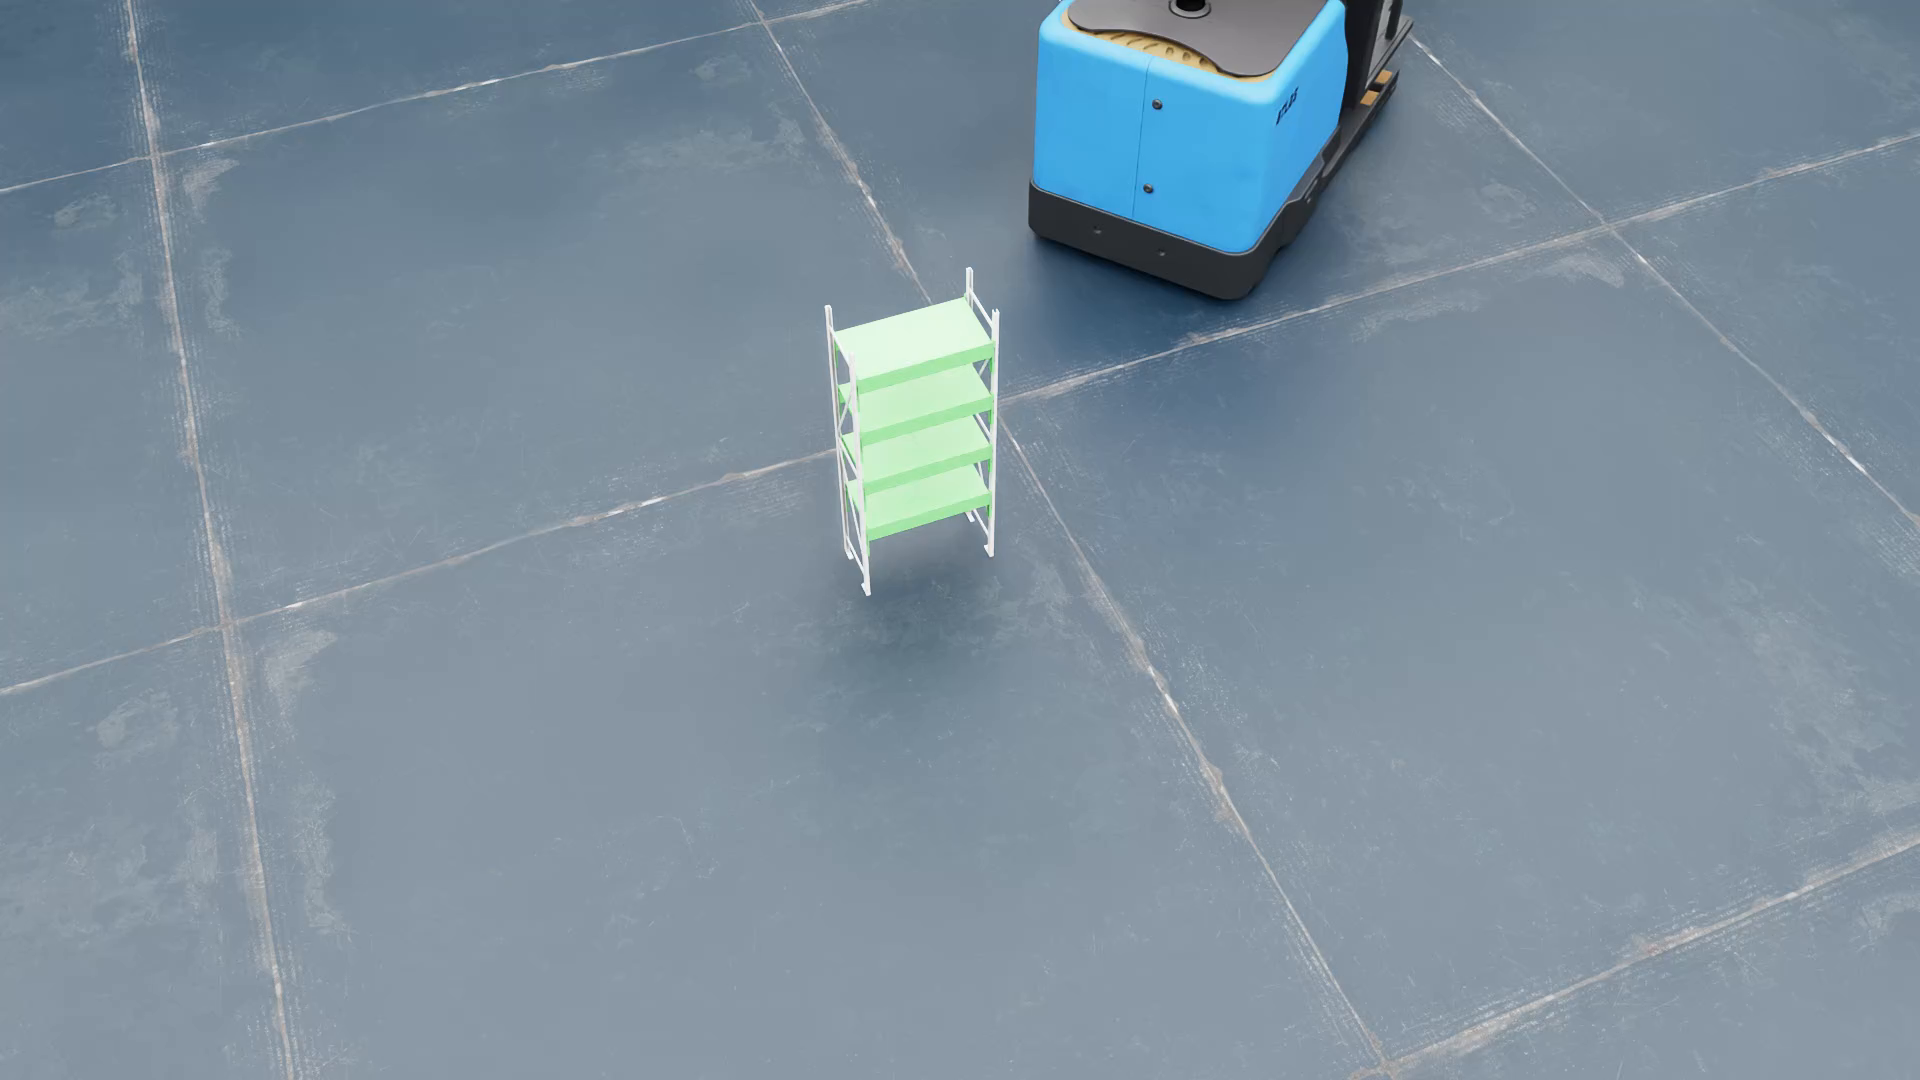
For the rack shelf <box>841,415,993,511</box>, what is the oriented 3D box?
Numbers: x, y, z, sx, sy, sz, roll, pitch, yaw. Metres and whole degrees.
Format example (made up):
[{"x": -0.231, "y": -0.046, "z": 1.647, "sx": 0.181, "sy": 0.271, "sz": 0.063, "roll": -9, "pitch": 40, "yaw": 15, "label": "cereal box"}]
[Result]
[{"x": -0.153, "y": -0.302, "z": 5.803, "sx": 0.480, "sy": 0.148, "sz": 0.258, "roll": -17, "pitch": 52, "yaw": -14, "label": "rack shelf"}]

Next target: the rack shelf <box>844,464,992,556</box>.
[{"x": -0.153, "y": -0.145, "z": 5.985, "sx": 0.480, "sy": 0.148, "sz": 0.258, "roll": -17, "pitch": 52, "yaw": -14, "label": "rack shelf"}]

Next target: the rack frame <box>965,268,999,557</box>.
[{"x": 0.073, "y": -0.413, "z": 5.814, "sx": 0.015, "sy": 1.200, "sz": 0.240, "roll": -17, "pitch": 52, "yaw": -14, "label": "rack frame"}]

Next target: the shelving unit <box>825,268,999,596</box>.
[{"x": -0.153, "y": -0.343, "z": 5.754, "sx": 0.503, "sy": 1.200, "sz": 0.258, "roll": -17, "pitch": 52, "yaw": -14, "label": "shelving unit"}]

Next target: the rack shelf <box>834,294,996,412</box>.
[{"x": -0.153, "y": -0.615, "z": 5.438, "sx": 0.480, "sy": 0.148, "sz": 0.258, "roll": -17, "pitch": 52, "yaw": -14, "label": "rack shelf"}]

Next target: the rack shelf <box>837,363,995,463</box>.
[{"x": -0.153, "y": -0.458, "z": 5.620, "sx": 0.480, "sy": 0.148, "sz": 0.258, "roll": -17, "pitch": 52, "yaw": -14, "label": "rack shelf"}]

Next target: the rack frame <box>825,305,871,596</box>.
[{"x": -0.379, "y": -0.273, "z": 5.694, "sx": 0.015, "sy": 1.200, "sz": 0.240, "roll": -17, "pitch": 52, "yaw": -14, "label": "rack frame"}]

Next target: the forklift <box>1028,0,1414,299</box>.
[{"x": 1.460, "y": -3.091, "z": 6.973, "sx": 1.130, "sy": 2.935, "sz": 3.031, "roll": 23, "pitch": 53, "yaw": 19, "label": "forklift"}]
